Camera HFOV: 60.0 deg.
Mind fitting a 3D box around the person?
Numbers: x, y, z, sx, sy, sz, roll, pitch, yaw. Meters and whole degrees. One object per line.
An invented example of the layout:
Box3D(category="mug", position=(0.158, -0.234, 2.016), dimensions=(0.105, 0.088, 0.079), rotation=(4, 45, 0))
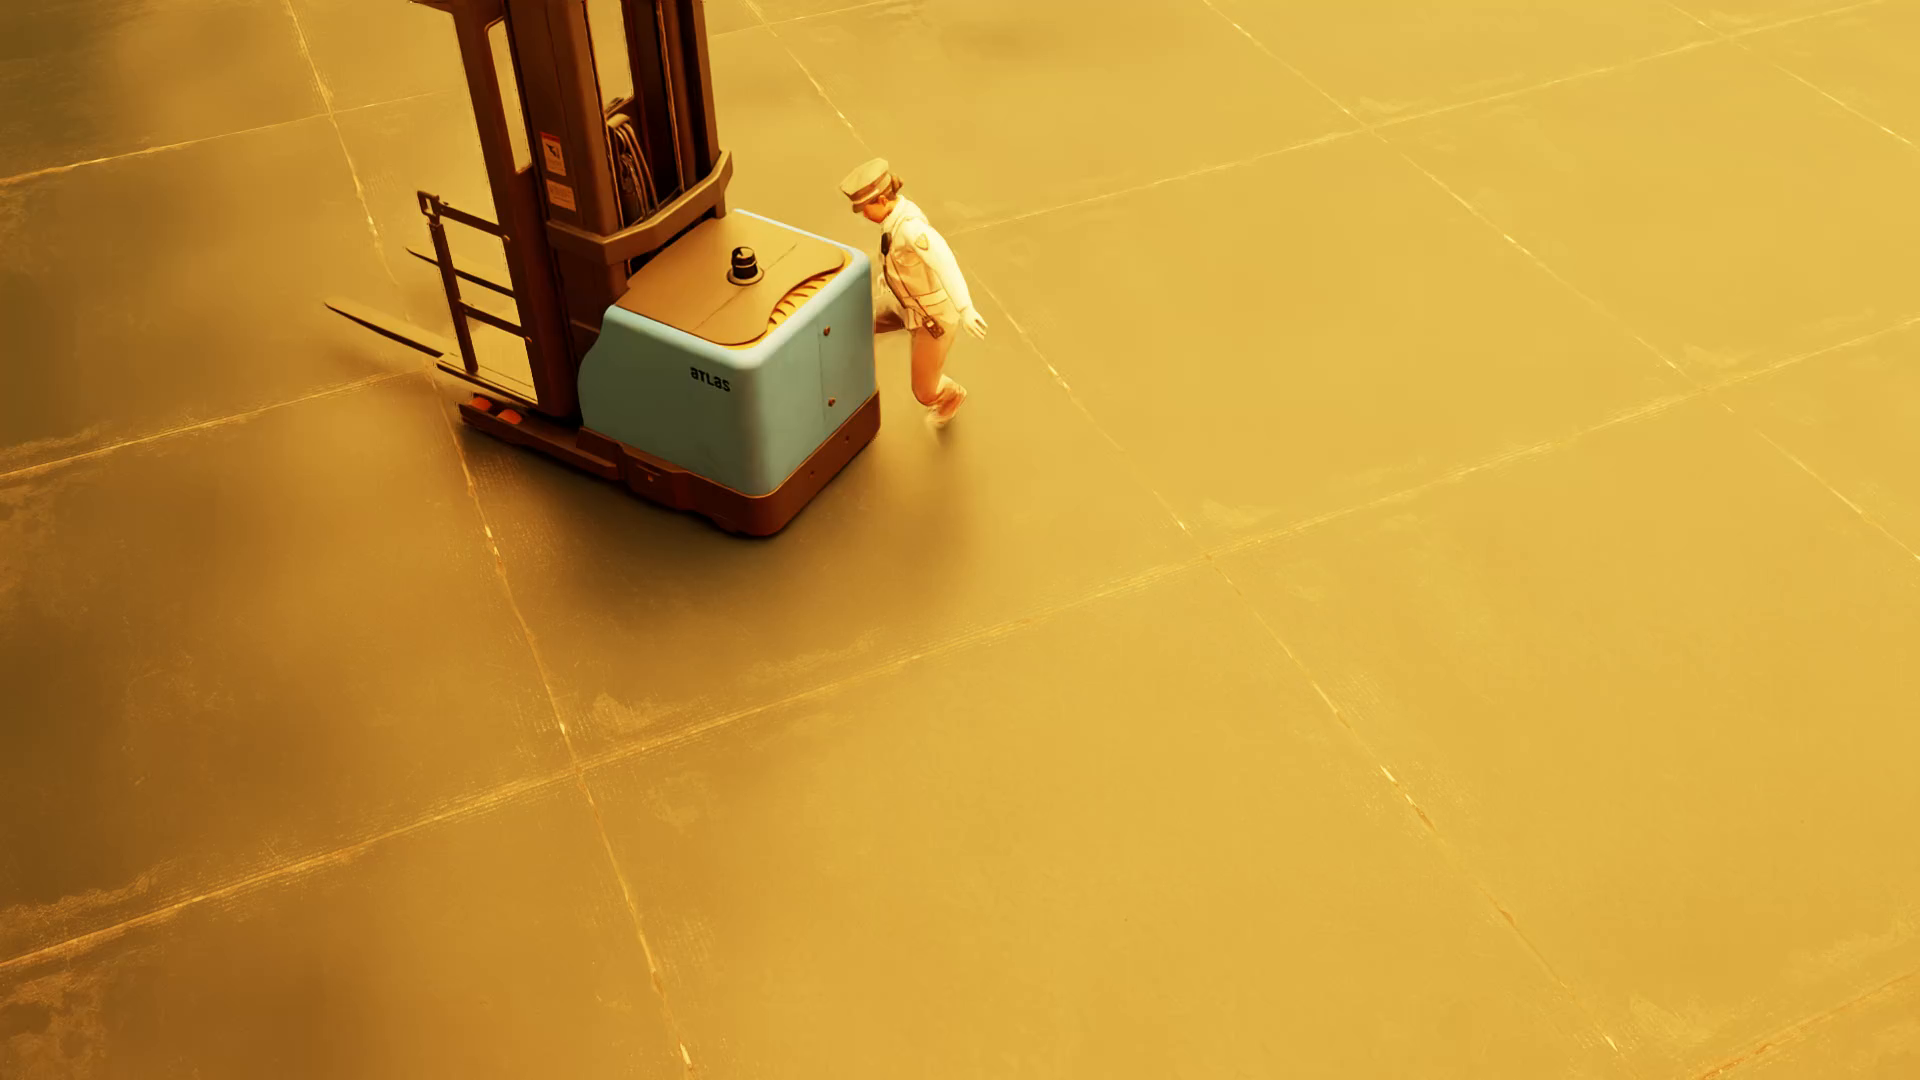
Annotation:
Box3D(category="person", position=(-0.201, -1.014, 7.846), dimensions=(0.623, 1.544, 1.108), rotation=(-13, 44, -13))

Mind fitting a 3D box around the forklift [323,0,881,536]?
Box3D(category="forklift", position=(-1.925, -1.846, 7.658), dimensions=(3.031, 2.935, 1.130), rotation=(22, 47, 22))
